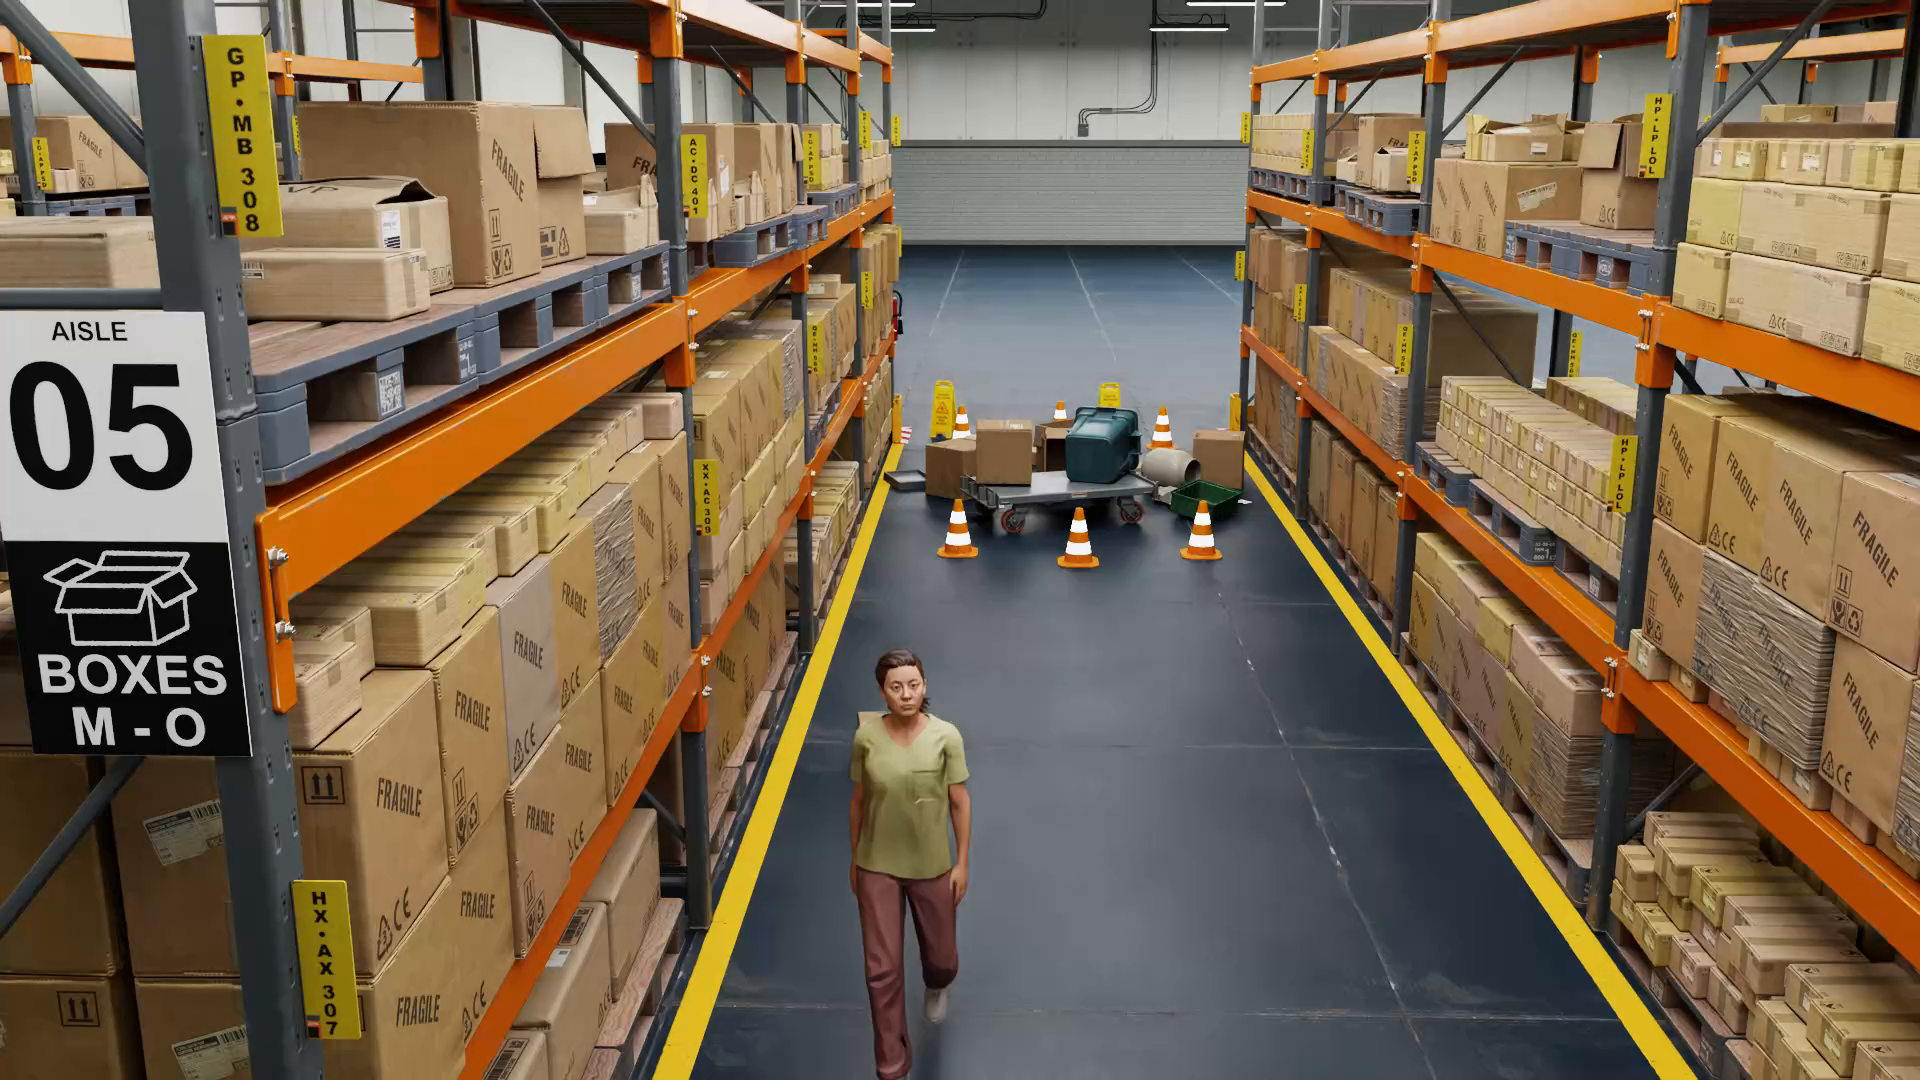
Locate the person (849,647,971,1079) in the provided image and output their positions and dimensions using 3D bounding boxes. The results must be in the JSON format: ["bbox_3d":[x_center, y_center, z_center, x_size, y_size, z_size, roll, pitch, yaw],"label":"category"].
[{"bbox_3d":[-0.188,1.200,6.168,0.457,1.639,0.828,1,14,2],"label":"person"}]
